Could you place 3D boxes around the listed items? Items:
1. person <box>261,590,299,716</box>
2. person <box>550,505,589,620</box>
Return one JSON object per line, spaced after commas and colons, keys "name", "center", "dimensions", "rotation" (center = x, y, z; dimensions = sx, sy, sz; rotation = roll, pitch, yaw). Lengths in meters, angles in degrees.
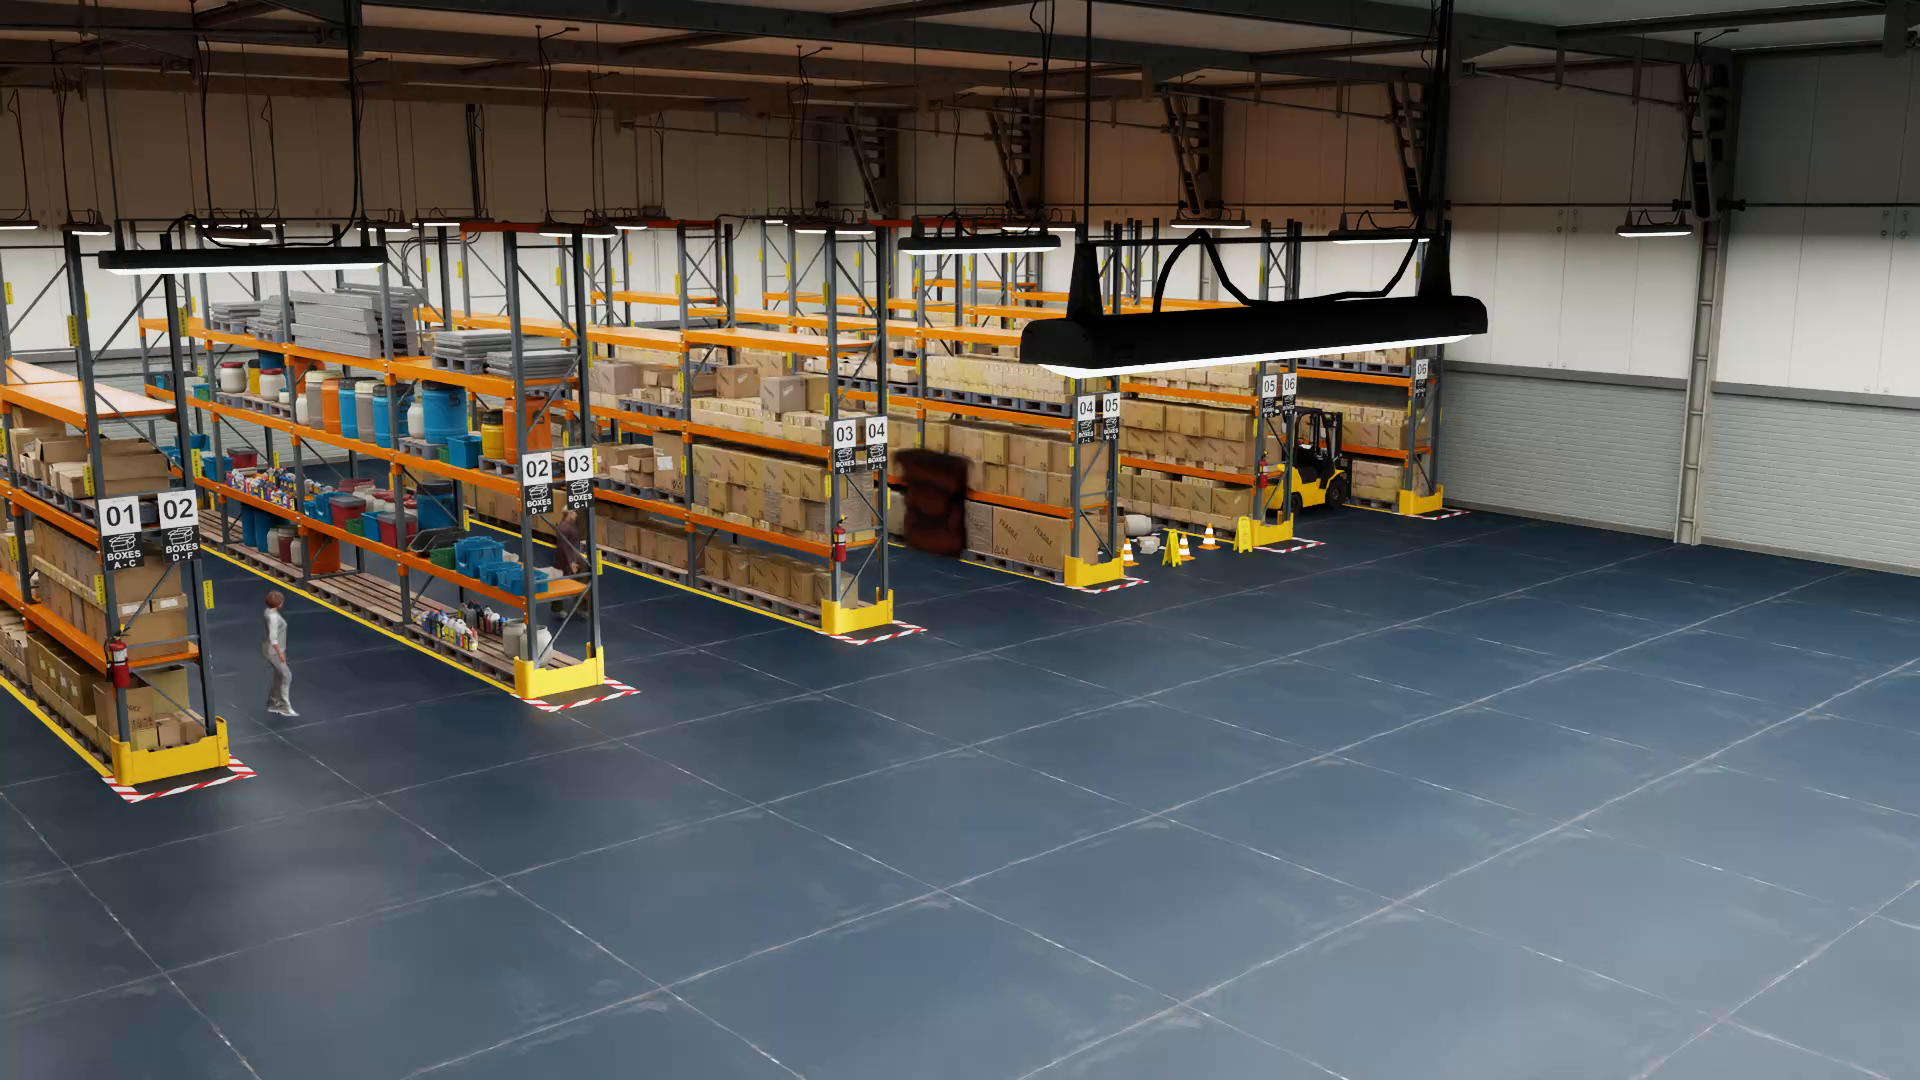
{"name": "person", "center": [-8.570, 1.428, 20.921], "dimensions": [0.447, 1.617, 0.430], "rotation": [-2, 12, -10]}
{"name": "person", "center": [-6.058, 0.363, 25.607], "dimensions": [0.642, 1.826, 0.565], "rotation": [5, 13, 25]}
